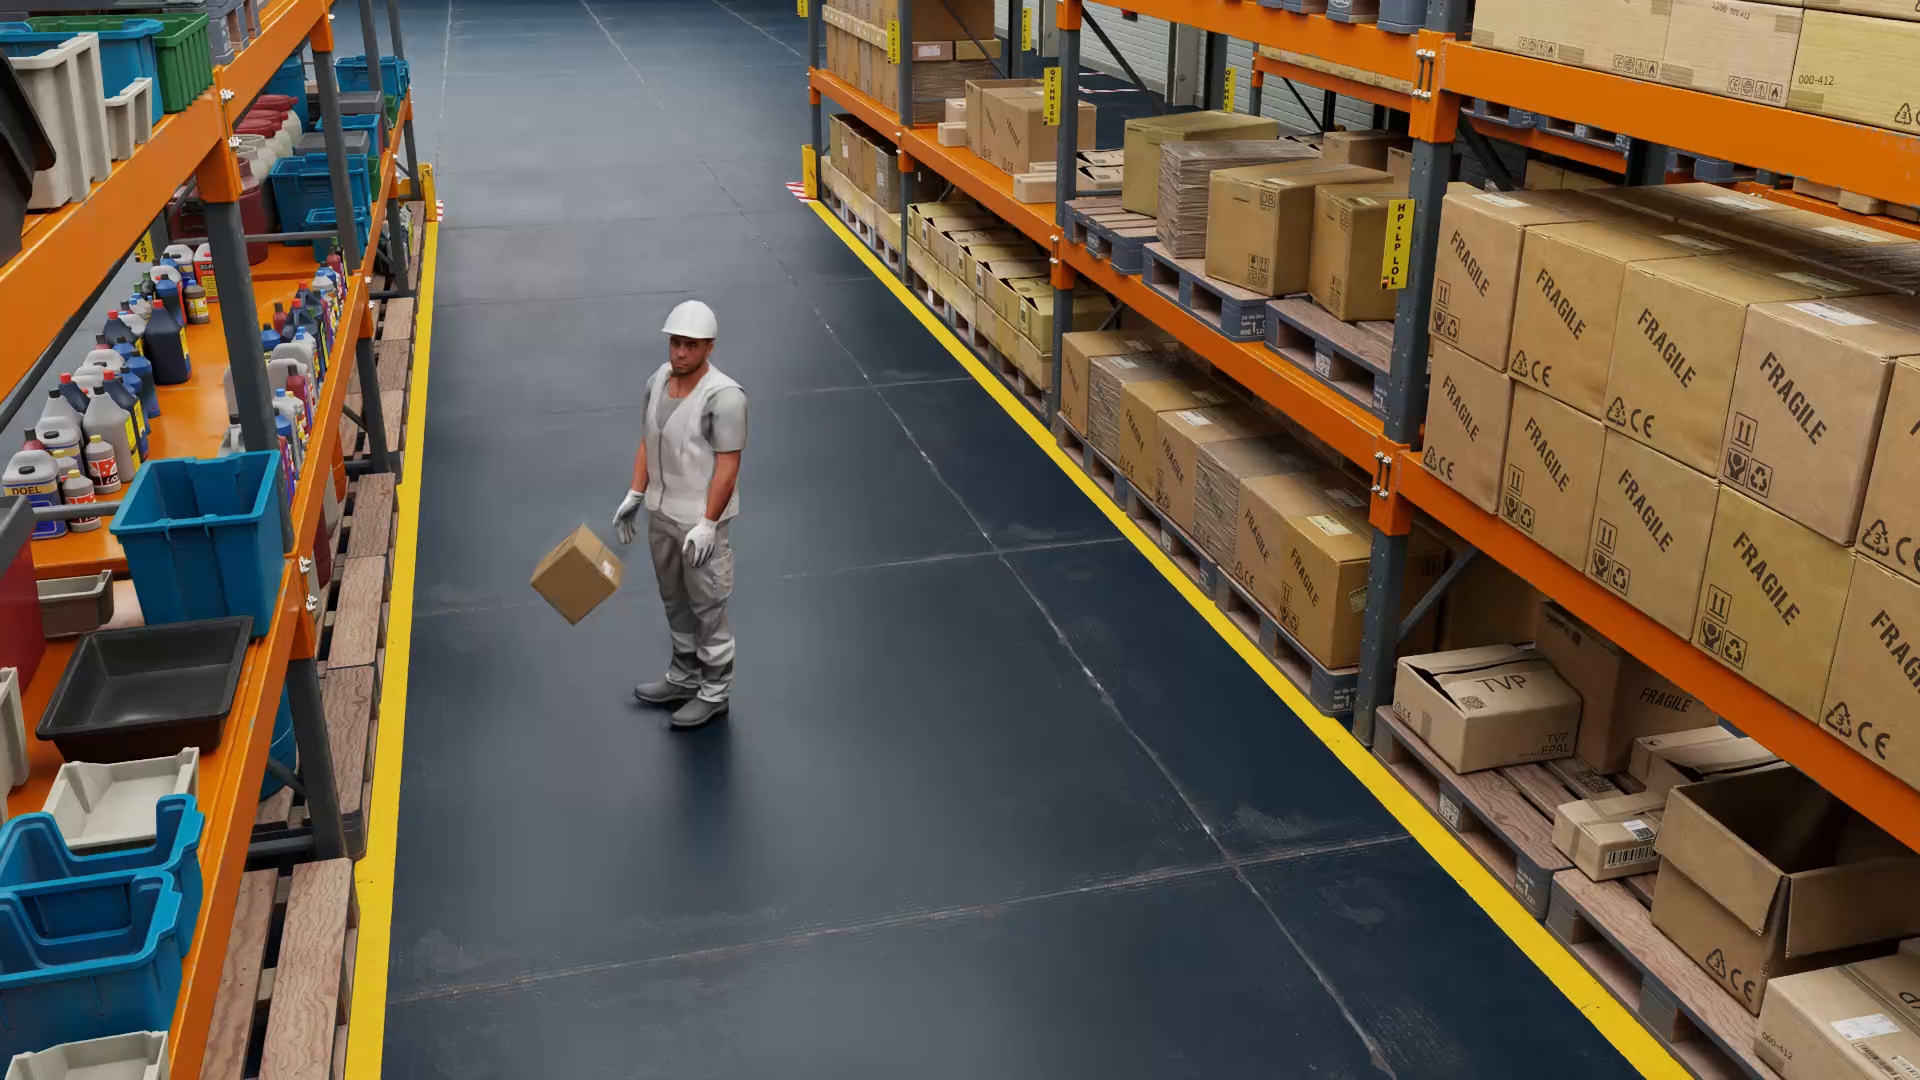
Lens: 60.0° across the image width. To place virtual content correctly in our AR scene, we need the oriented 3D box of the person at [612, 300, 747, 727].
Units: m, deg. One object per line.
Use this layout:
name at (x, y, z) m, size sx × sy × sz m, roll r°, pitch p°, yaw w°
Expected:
person at (-1.134, -0.091, 6.740) m, size 0.600 × 1.794 × 0.423 m, roll 20°, pitch 30°, yaw 39°
